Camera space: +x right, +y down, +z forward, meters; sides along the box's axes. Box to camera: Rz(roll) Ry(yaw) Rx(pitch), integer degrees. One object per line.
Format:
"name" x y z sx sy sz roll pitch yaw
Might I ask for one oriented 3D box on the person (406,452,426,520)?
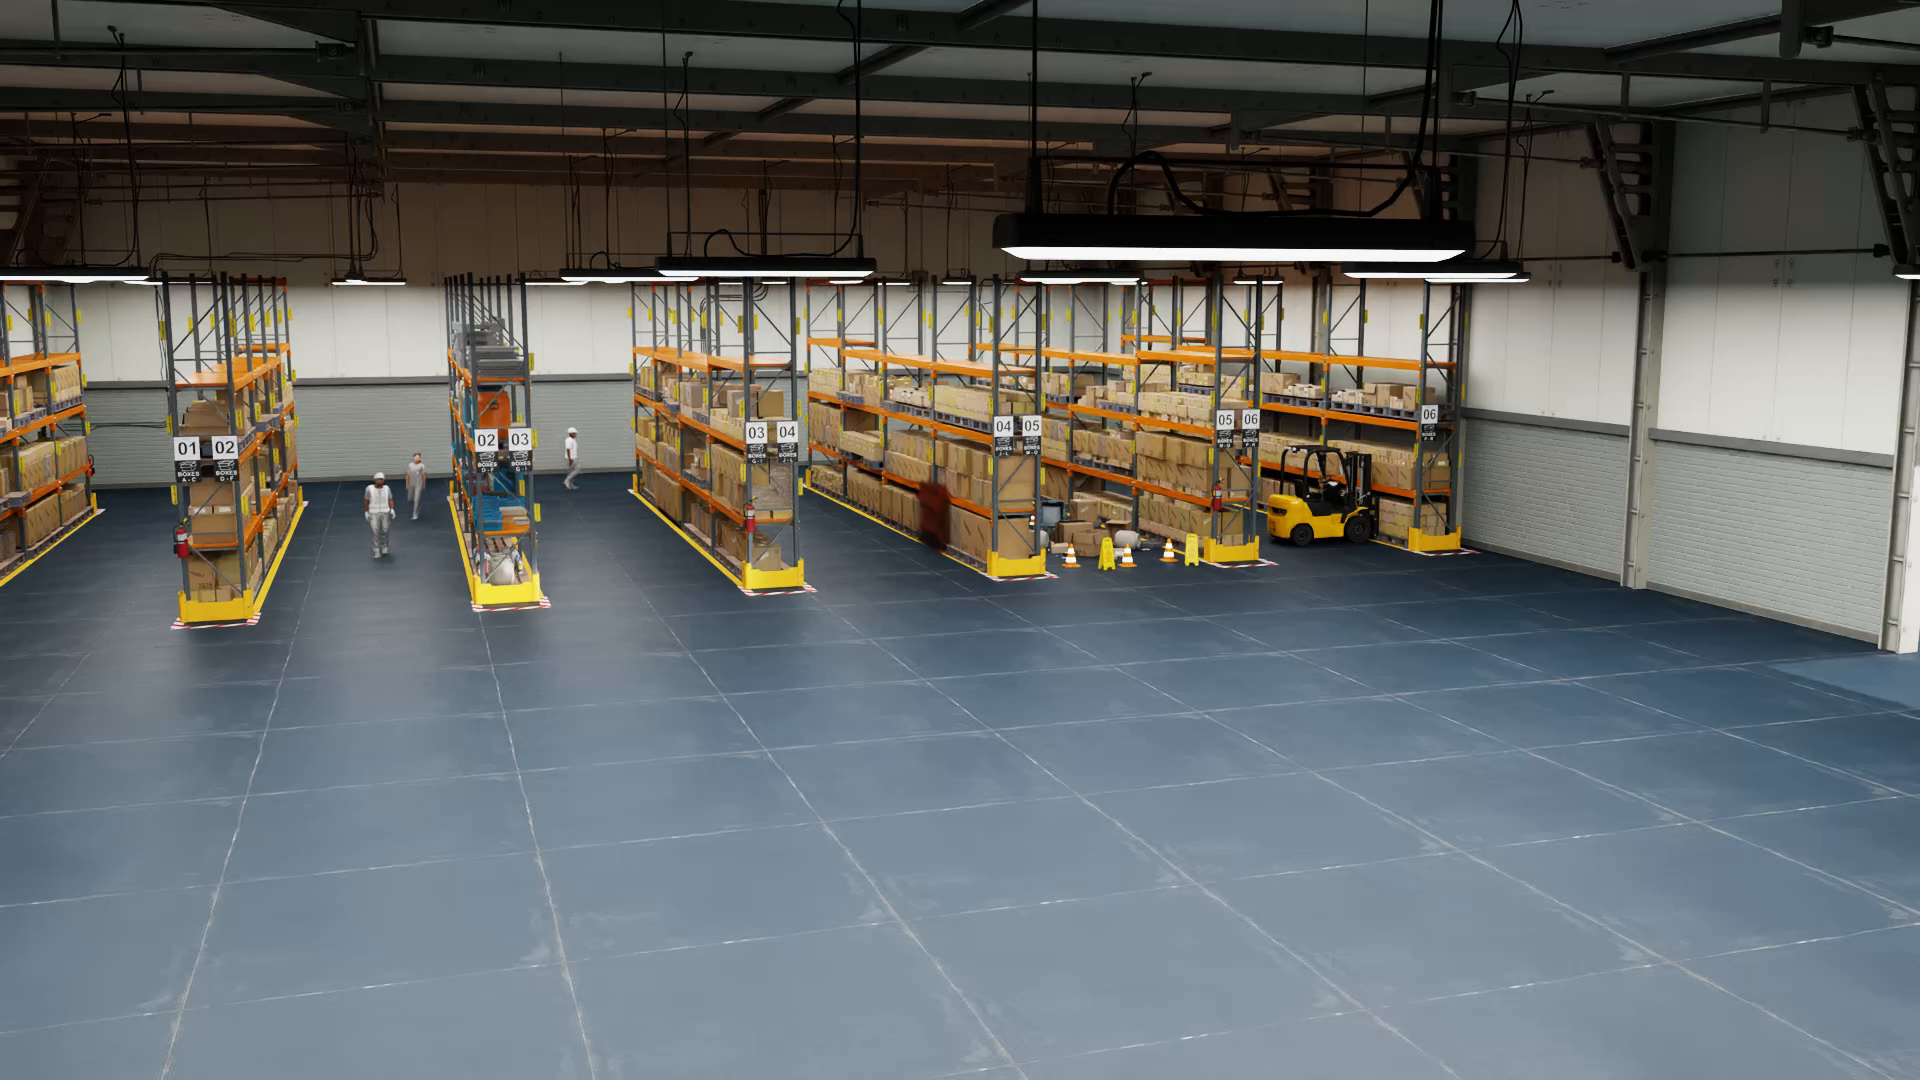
"person" -13.592 -1.364 41.531 0.475 1.648 0.754 0 9 -1

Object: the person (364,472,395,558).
"person" -12.491 -0.538 35.833 0.600 1.810 0.679 -4 10 -26

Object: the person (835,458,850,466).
"person" -3.625 -2.847 51.028 0.539 1.728 0.834 6 10 35

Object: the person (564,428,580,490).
"person" -11.110 -2.322 47.462 0.478 1.764 0.597 -3 9 -20
